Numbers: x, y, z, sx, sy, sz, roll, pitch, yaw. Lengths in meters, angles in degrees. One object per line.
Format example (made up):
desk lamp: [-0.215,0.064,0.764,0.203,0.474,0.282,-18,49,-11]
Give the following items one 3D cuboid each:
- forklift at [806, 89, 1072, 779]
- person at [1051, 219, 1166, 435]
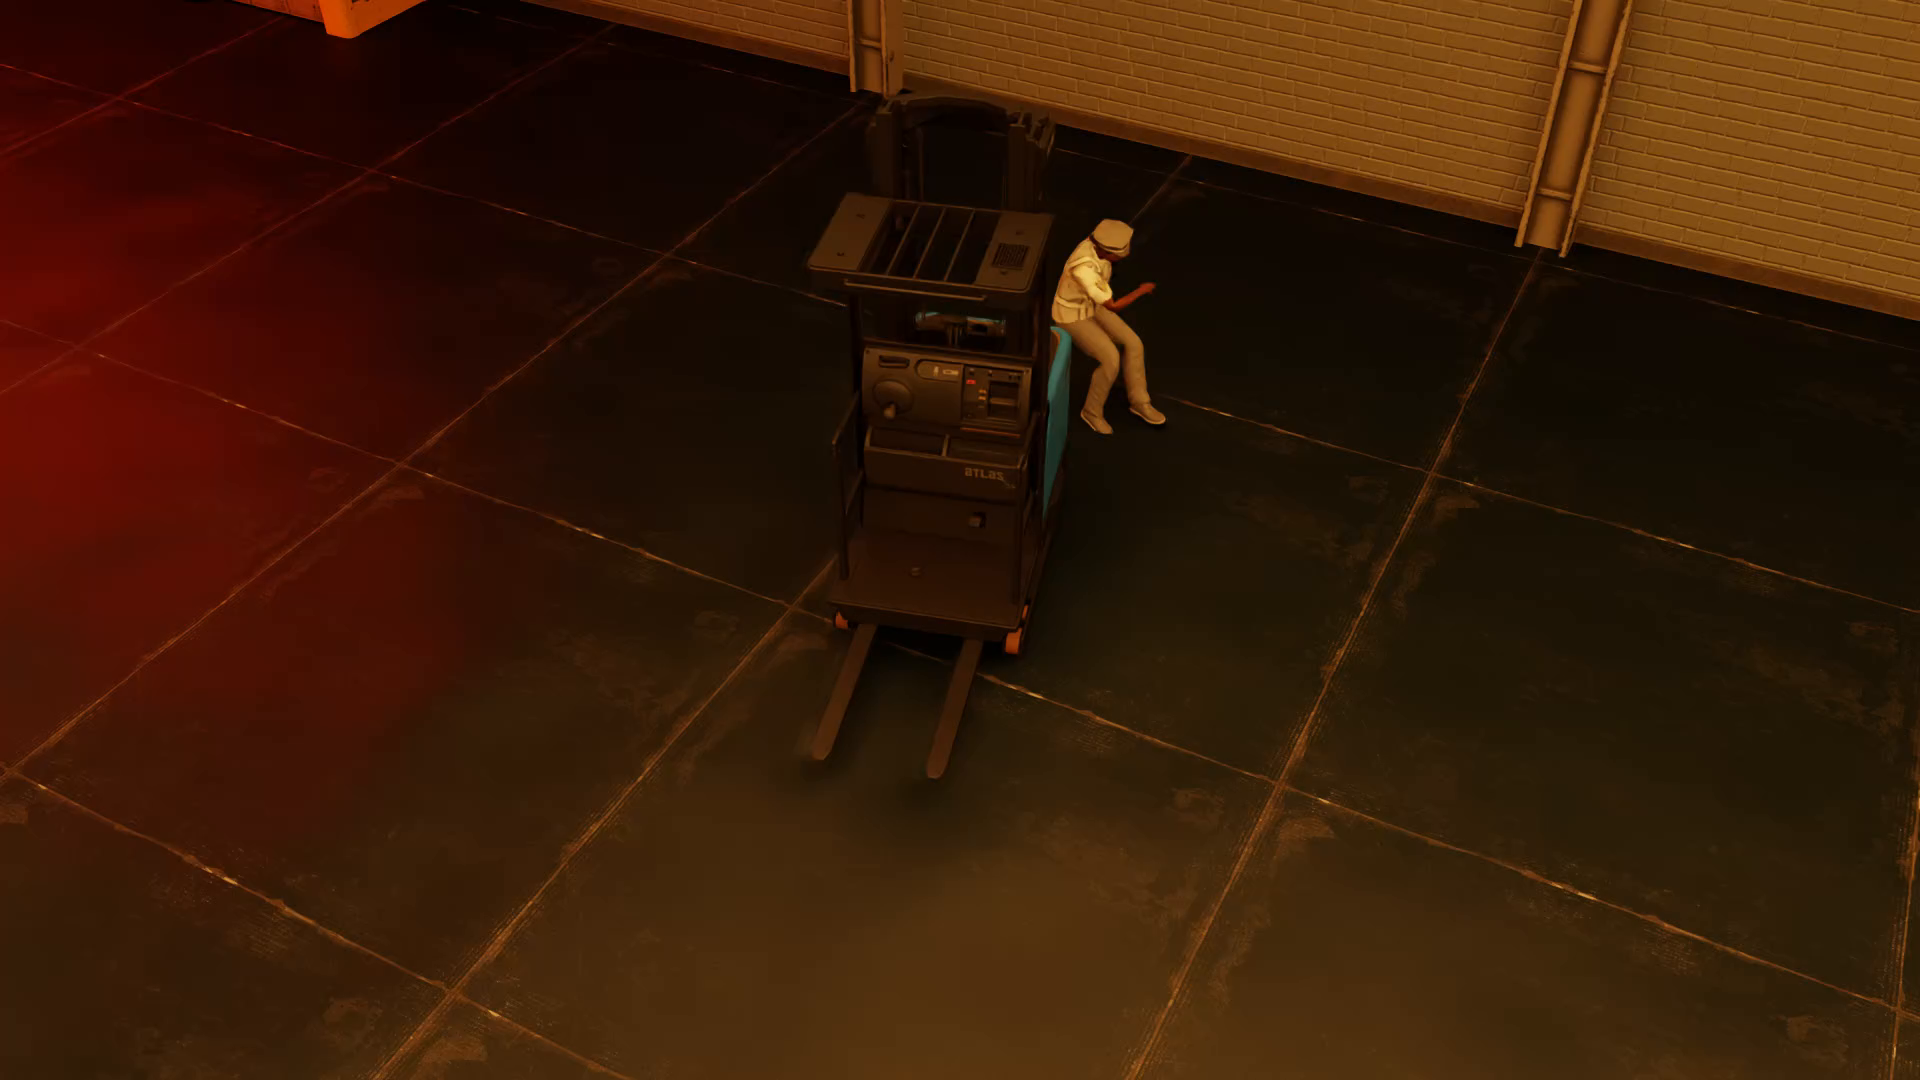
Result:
forklift: [-0.117,-0.733,8.856,1.130,2.935,3.031,8,41,9]
person: [1.075,-1.514,11.050,0.913,1.407,0.972,19,44,21]
